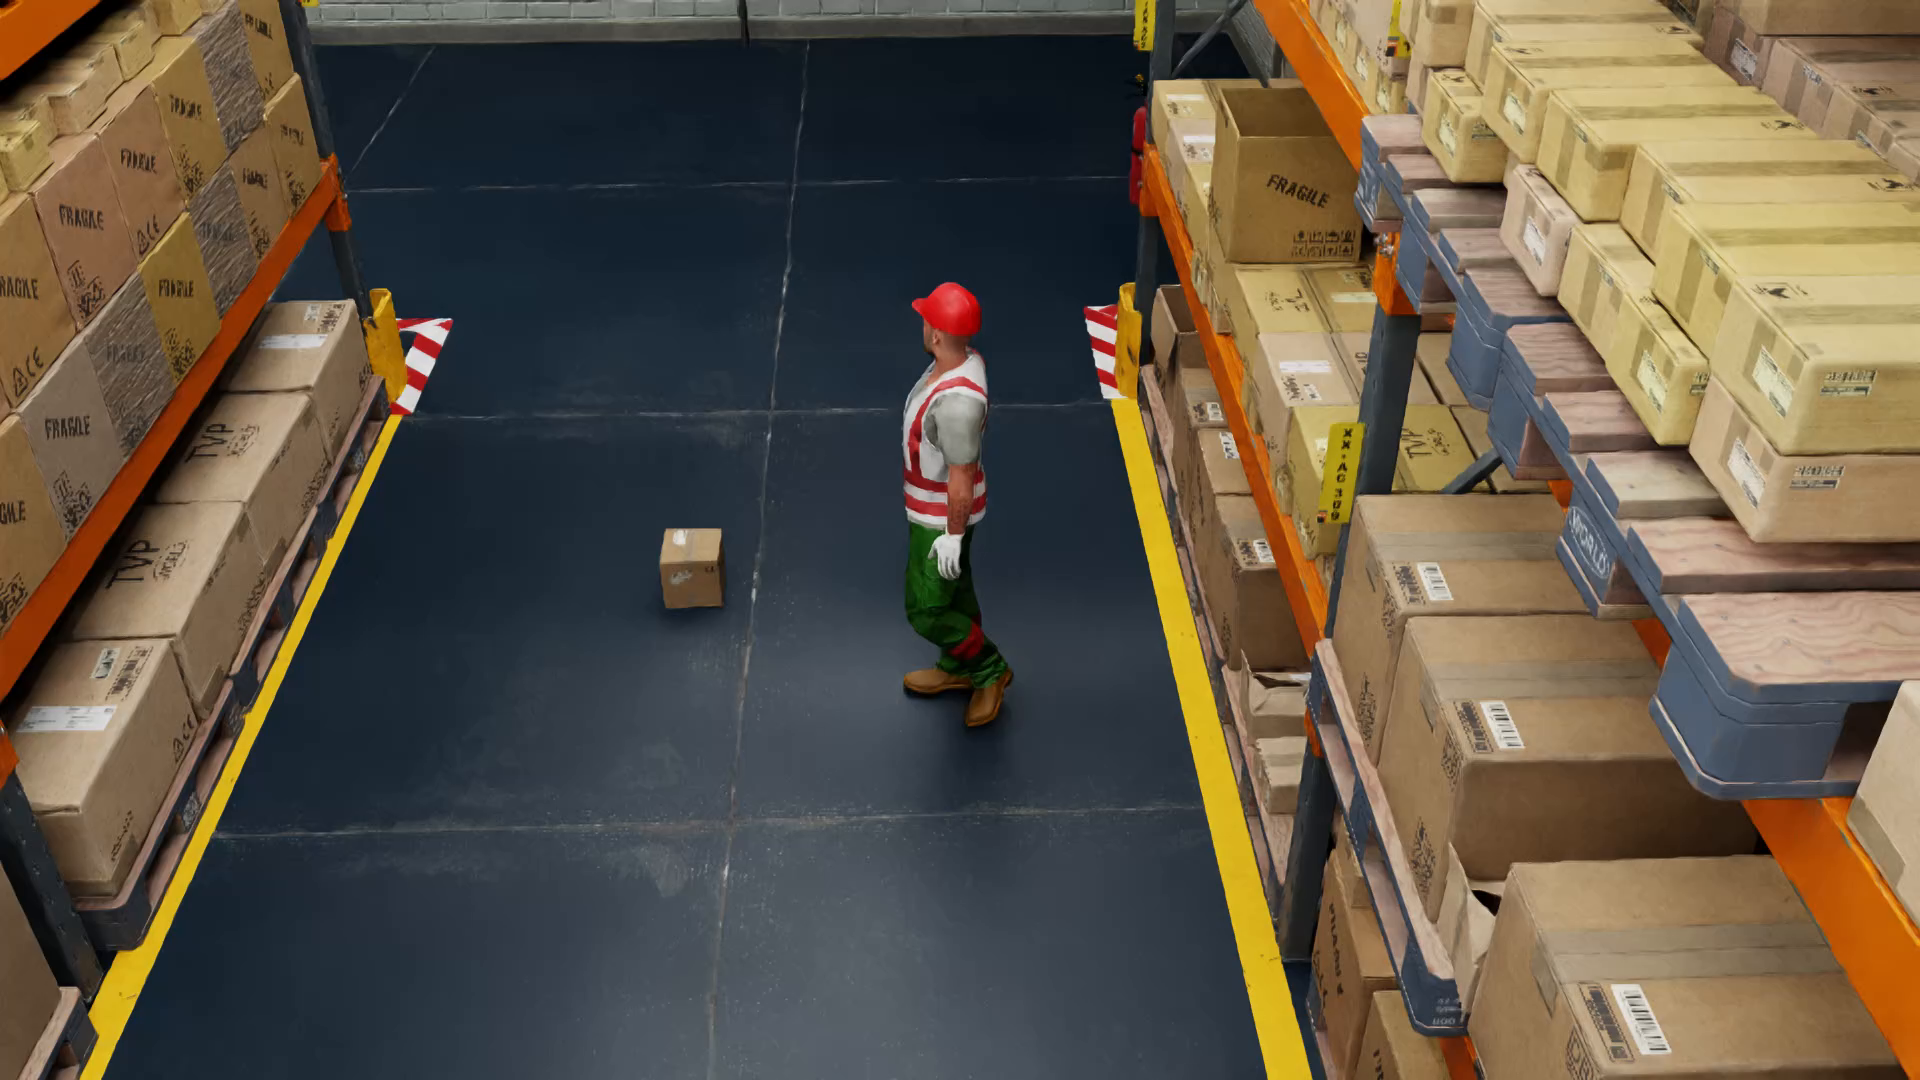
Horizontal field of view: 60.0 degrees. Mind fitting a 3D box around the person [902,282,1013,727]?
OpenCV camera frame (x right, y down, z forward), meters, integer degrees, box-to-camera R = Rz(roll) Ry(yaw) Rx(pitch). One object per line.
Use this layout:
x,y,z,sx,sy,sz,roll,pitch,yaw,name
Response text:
-0.011,-0.118,6.268,0.442,1.786,0.578,-1,35,-2,person
